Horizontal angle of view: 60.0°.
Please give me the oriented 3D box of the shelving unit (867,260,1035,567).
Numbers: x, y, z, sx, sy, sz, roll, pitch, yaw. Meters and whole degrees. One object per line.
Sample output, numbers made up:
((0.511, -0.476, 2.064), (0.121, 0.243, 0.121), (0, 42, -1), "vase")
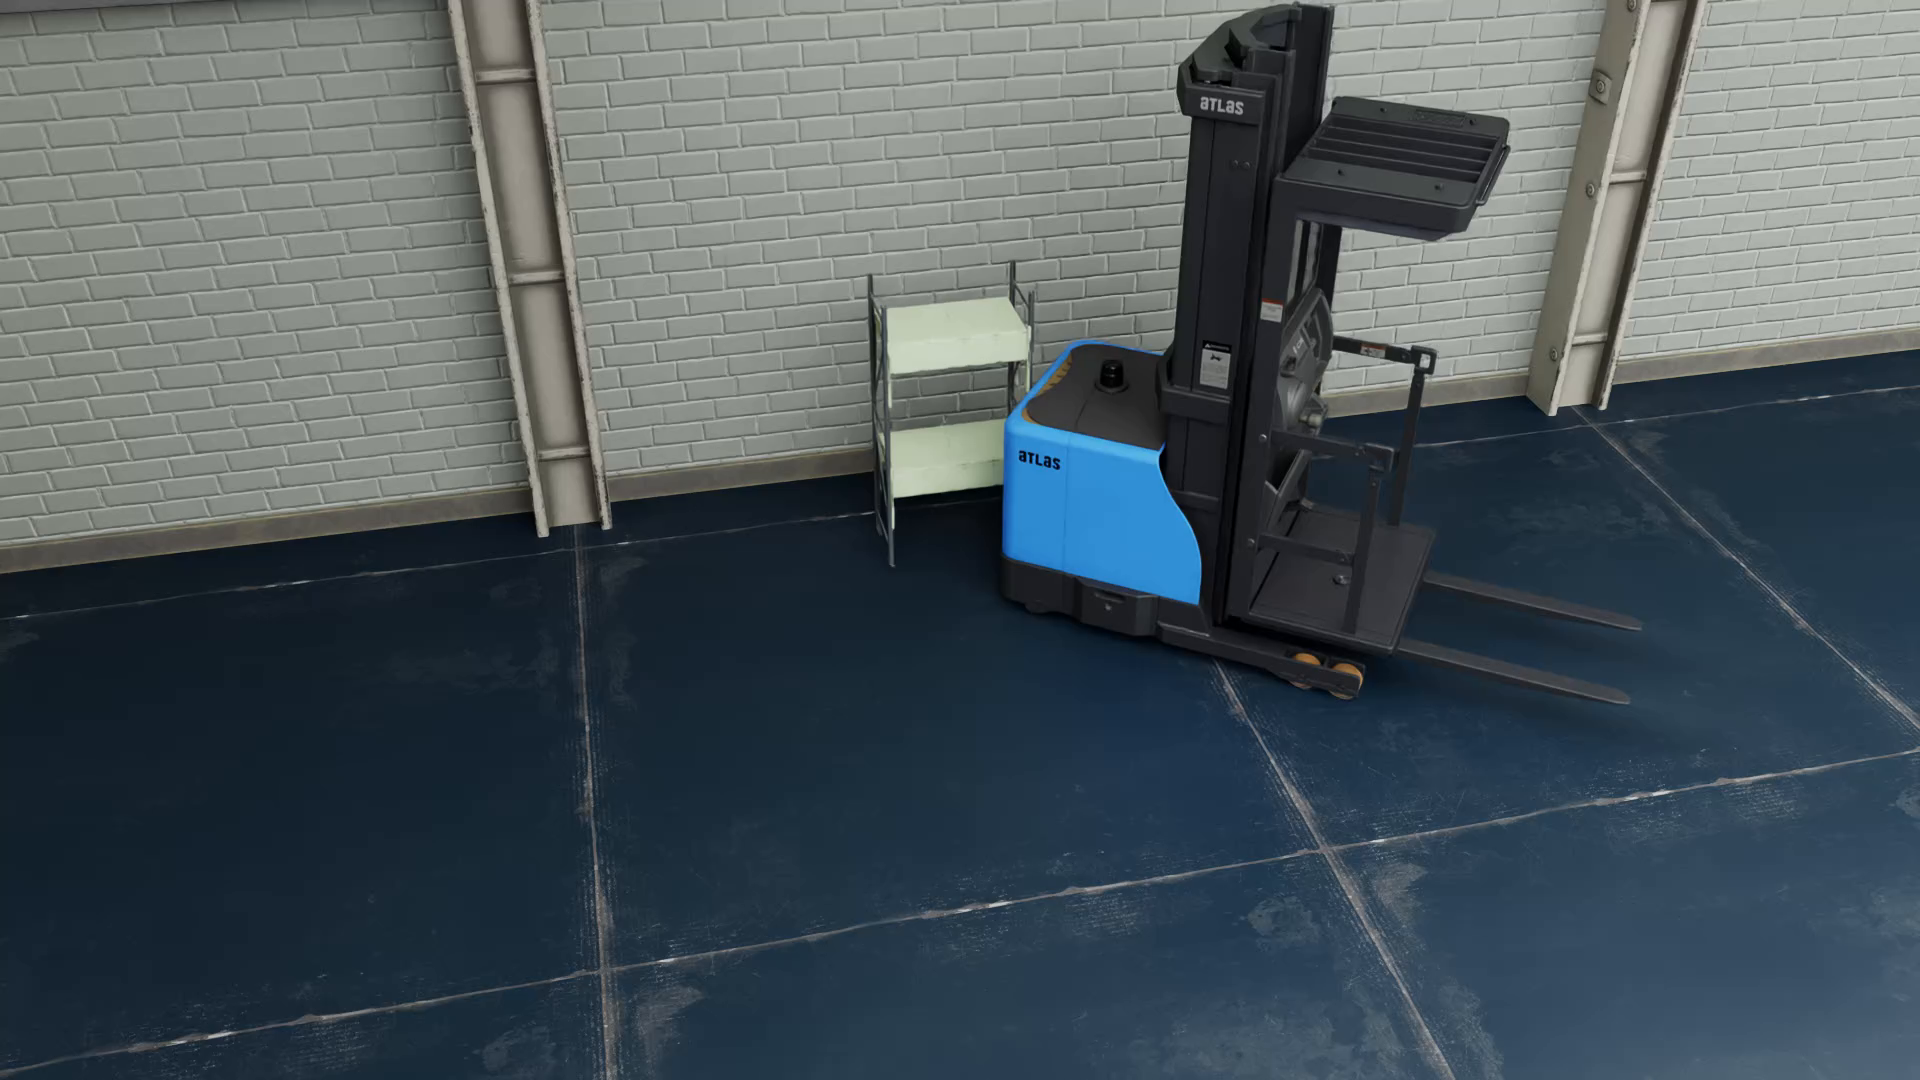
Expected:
((-0.048, -0.637, 8.576), (0.755, 1.500, 0.431), (-7, 35, -11), "shelving unit")

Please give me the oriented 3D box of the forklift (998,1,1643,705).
((1.759, -0.805, 7.542), (3.031, 2.935, 1.130), (14, 36, 20), "forklift")

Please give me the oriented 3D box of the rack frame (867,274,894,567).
((-0.405, -0.590, 8.507), (0.023, 1.500, 0.400), (-7, 35, -11), "rack frame")

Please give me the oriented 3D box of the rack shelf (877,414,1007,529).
((-0.048, -0.366, 8.758), (0.720, 0.370, 0.431), (-7, 35, -11), "rack shelf")

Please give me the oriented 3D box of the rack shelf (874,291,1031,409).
((-0.048, -0.961, 8.358), (0.720, 0.370, 0.431), (-7, 35, -11), "rack shelf")

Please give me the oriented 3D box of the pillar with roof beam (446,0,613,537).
((-1.174, -1.519, 3.162), (0.400, 9.000, 9.100), (-7, 35, -11), "pillar with roof beam")

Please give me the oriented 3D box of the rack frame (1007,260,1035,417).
((0.308, -0.683, 8.645), (0.023, 1.500, 0.400), (-7, 35, -11), "rack frame")

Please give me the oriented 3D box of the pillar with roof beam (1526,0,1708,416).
((4.679, -2.257, 4.261), (0.400, 9.000, 9.100), (-7, 35, -11), "pillar with roof beam")
